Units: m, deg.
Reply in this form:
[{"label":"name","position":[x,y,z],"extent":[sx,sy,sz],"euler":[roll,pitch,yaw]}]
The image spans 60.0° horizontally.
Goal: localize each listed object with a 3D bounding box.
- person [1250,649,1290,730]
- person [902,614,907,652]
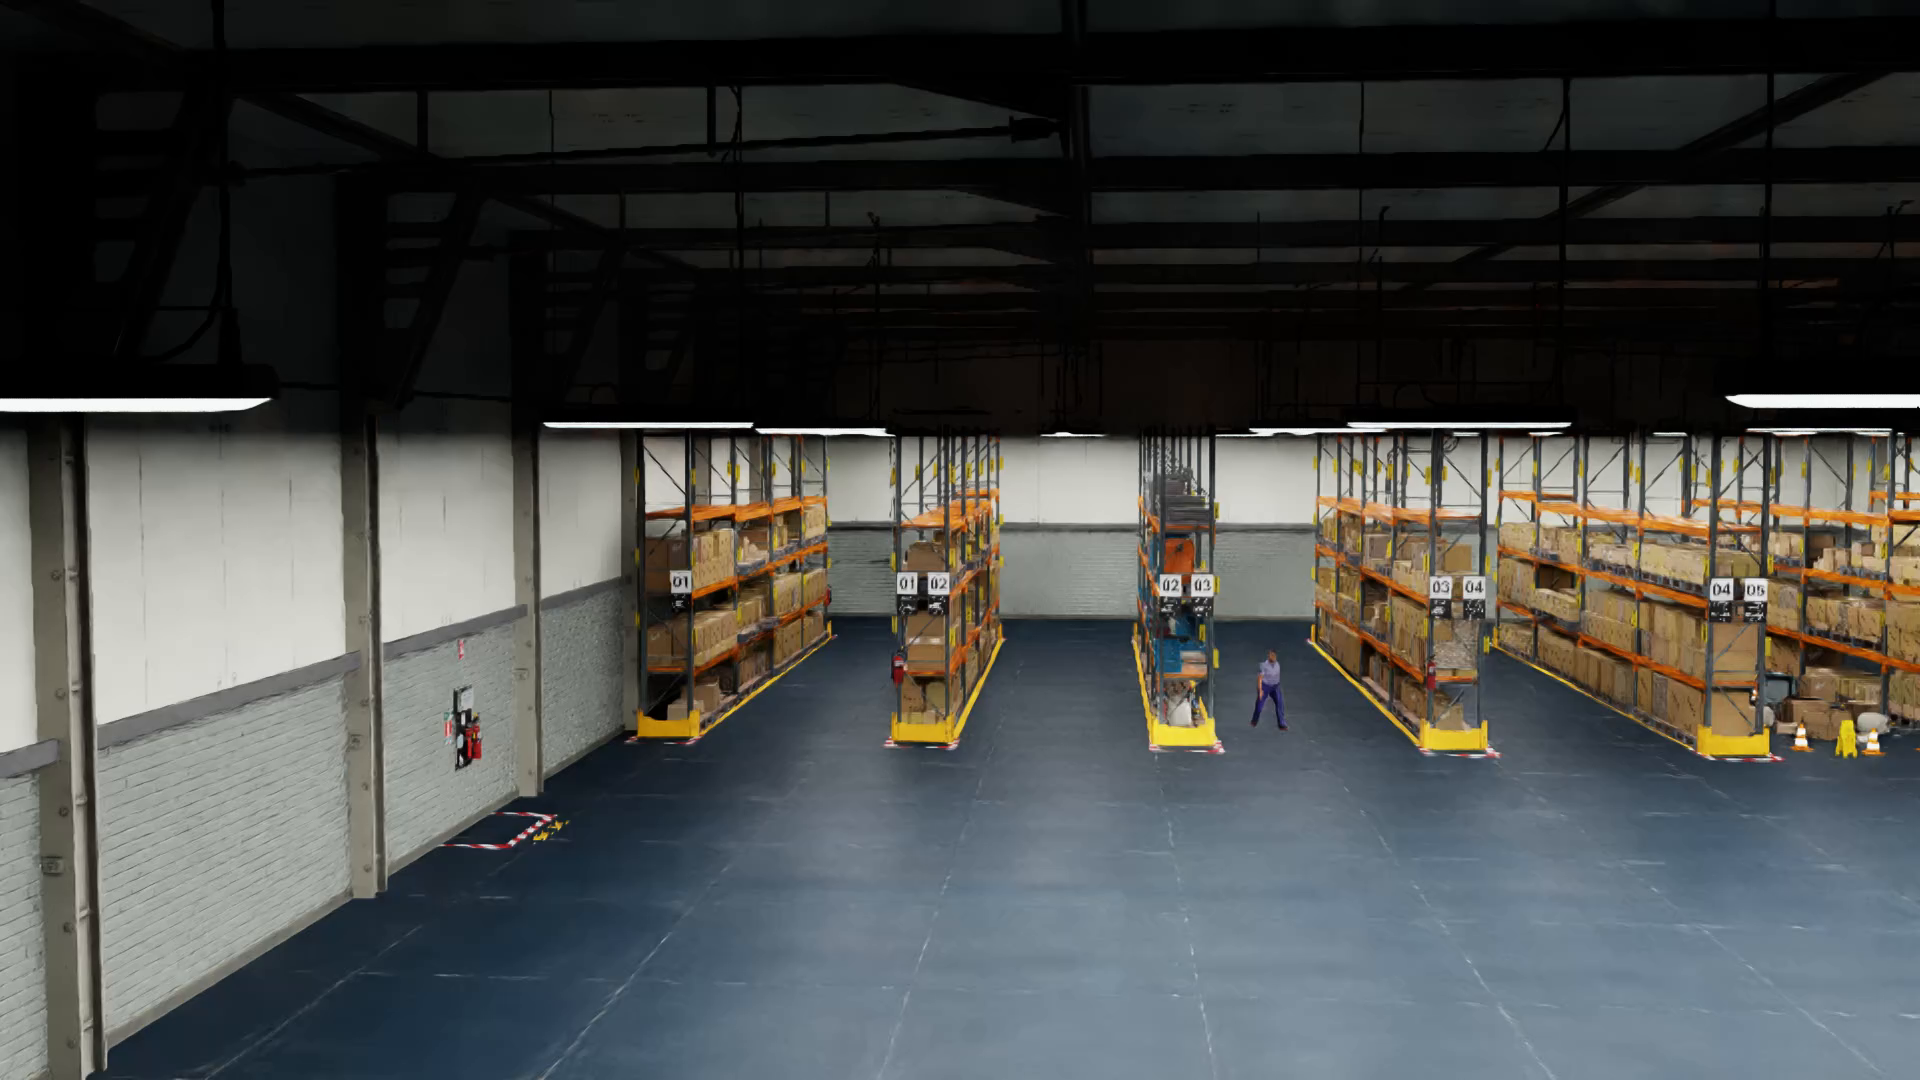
[{"label":"person","position":[6.101,2.931,32.825],"extent":[0.516,1.595,0.942],"euler":[-1,4,-18]},{"label":"person","position":[-1.245,2.191,44.393],"extent":[0.682,1.675,0.521],"euler":[0,3,5]}]
